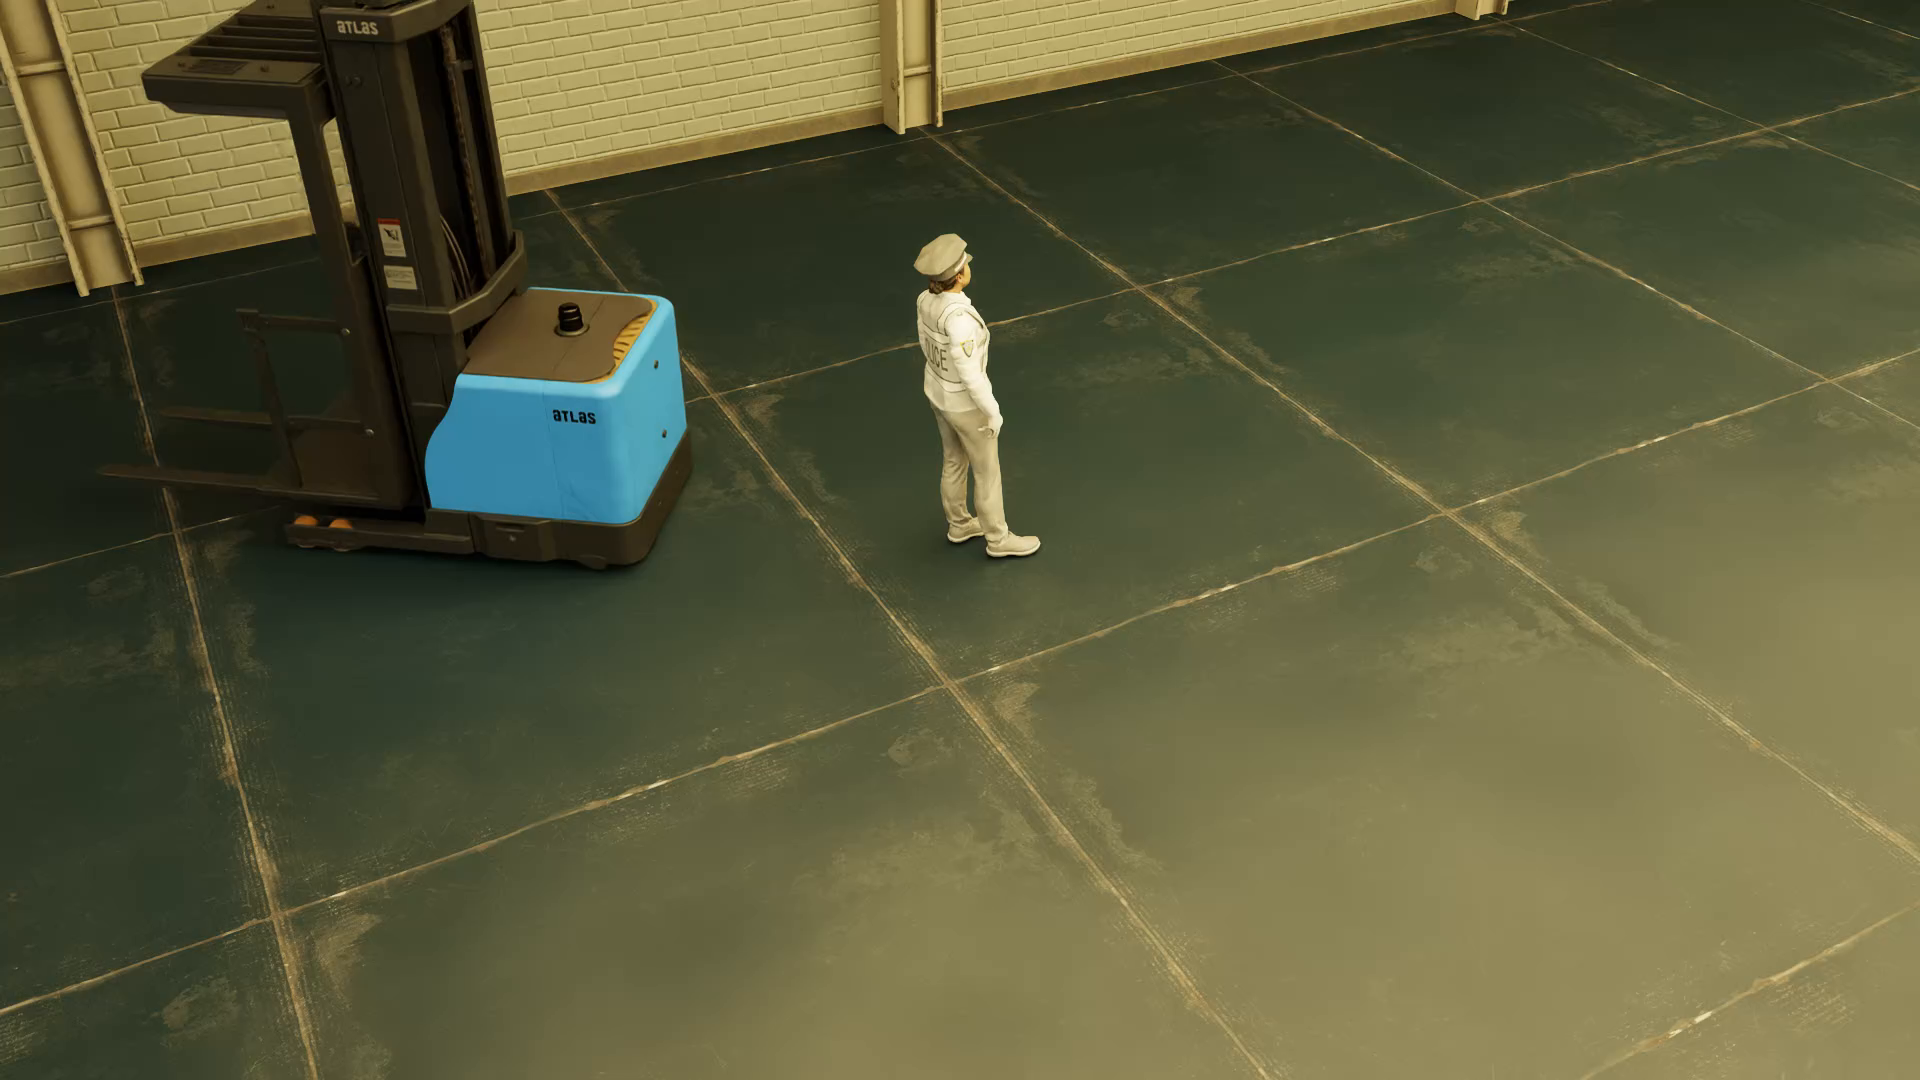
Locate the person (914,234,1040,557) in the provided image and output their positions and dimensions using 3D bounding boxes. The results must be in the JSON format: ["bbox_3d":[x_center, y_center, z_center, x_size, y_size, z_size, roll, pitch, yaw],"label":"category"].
[{"bbox_3d":[0.064,-0.711,8.188,0.533,1.696,0.581,-17,39,-23],"label":"person"}]

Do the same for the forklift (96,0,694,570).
[{"bbox_3d":[-3.024,-1.434,8.151,3.031,2.935,1.130,5,36,7],"label":"forklift"}]
